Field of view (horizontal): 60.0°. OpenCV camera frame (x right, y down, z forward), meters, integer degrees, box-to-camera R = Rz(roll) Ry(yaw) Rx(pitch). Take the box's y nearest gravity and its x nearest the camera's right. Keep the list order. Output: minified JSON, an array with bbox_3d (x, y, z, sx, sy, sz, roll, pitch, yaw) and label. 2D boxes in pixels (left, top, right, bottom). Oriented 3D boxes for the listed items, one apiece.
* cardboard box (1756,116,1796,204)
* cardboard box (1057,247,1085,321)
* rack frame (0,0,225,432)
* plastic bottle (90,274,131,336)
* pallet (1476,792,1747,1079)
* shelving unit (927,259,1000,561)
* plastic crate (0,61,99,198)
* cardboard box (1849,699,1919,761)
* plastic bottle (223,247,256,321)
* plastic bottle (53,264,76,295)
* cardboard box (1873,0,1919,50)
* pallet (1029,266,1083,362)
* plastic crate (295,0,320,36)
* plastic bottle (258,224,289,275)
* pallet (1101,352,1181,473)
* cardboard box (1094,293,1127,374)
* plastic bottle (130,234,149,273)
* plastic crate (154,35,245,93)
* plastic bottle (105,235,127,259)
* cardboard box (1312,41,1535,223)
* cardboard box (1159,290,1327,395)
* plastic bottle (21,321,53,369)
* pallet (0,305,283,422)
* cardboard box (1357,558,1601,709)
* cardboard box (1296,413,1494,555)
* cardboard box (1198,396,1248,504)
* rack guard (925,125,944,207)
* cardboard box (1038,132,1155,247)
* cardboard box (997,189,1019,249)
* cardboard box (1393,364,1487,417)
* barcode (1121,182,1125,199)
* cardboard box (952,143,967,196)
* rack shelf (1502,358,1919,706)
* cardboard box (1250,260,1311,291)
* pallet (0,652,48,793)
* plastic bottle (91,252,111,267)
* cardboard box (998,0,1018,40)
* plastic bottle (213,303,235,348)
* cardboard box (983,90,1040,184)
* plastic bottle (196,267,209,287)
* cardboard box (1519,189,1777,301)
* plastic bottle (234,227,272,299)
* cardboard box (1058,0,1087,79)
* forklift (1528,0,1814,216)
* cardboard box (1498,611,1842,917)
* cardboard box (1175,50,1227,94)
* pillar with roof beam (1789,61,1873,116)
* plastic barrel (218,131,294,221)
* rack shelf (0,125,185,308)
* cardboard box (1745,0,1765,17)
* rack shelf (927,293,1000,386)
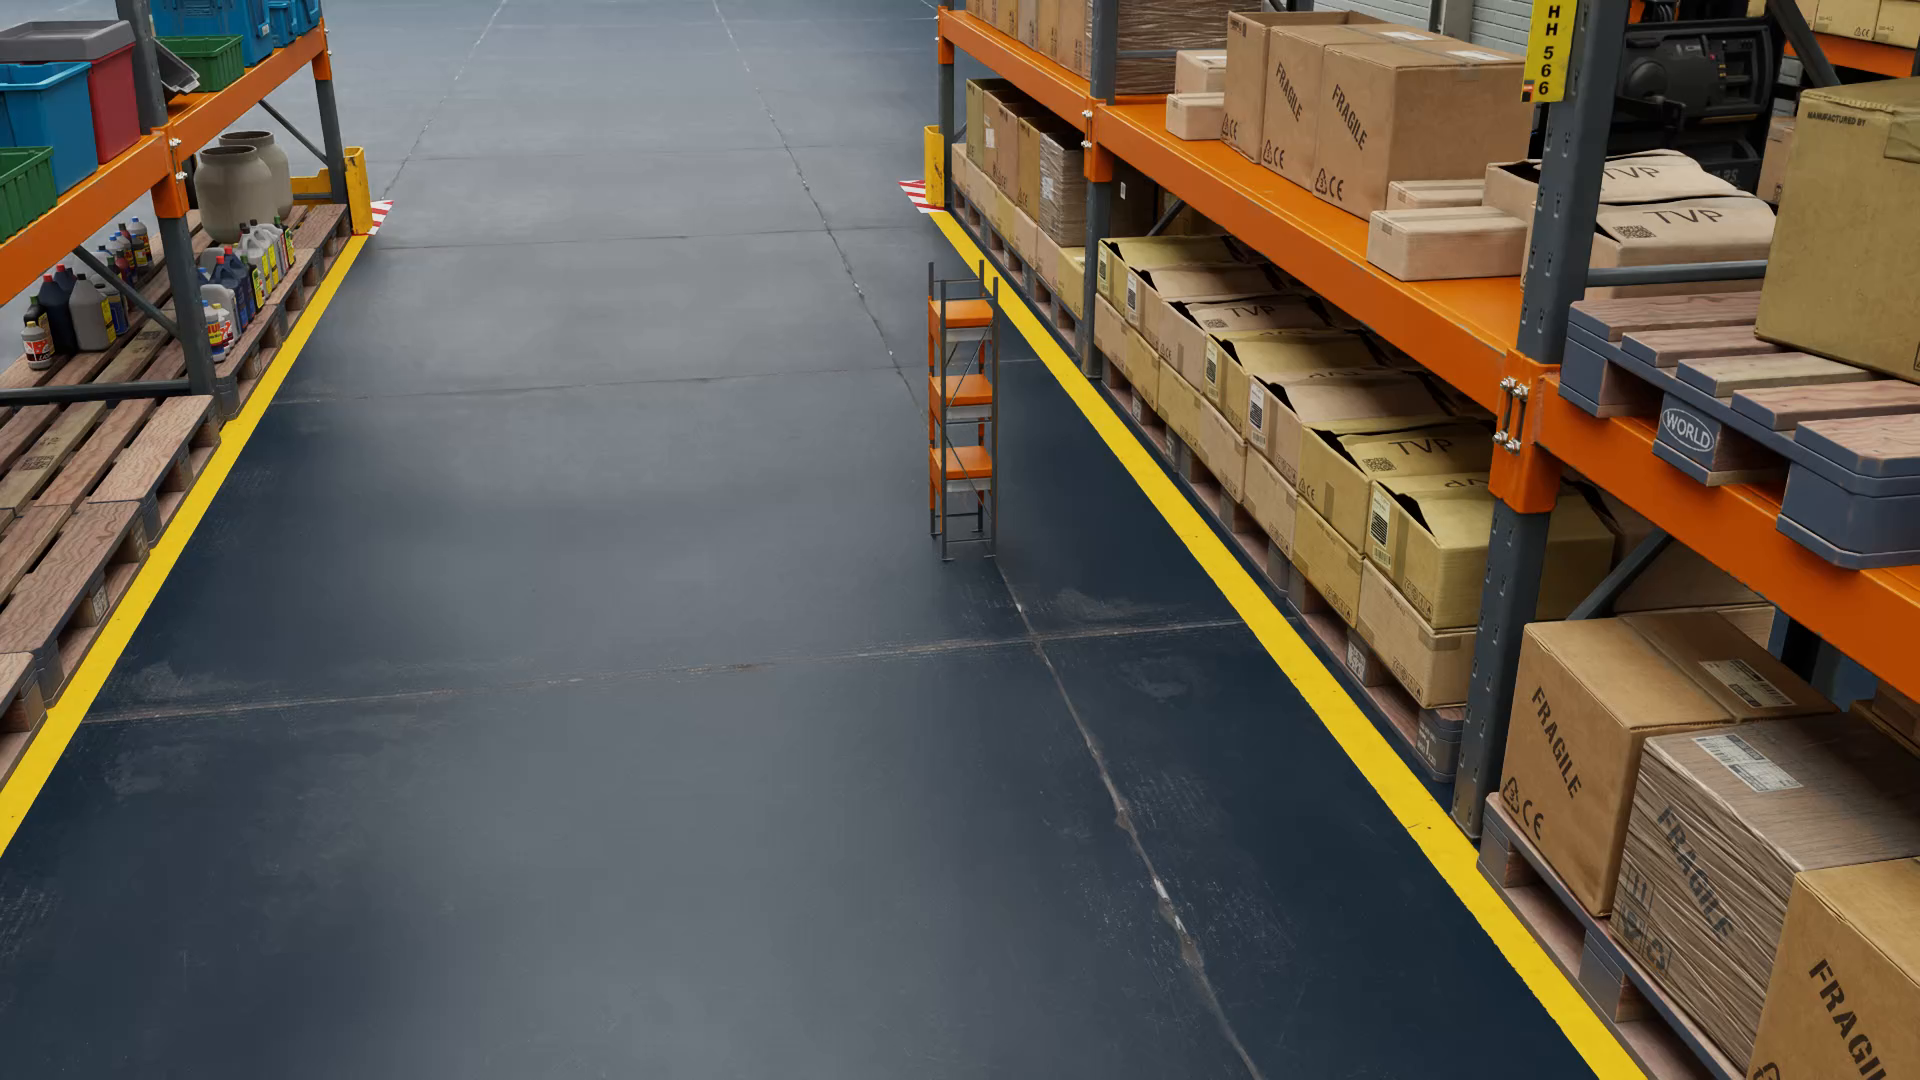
[{"bbox_3d":[5.454,-2.408,10.589,0.700,0.500,0.500,-6,24,-13],"label":"cardboard box"},{"bbox_3d":[0.794,-1.304,8.399,0.500,0.250,0.500,-4,24,-10],"label":"cardboard box"},{"bbox_3d":[-3.774,-1.840,6.716,1.000,3.000,0.127,-4,24,-10],"label":"rack frame"},{"bbox_3d":[-4.071,-1.122,7.925,0.152,0.276,0.135,-4,24,-10],"label":"plastic bottle"},{"bbox_3d":[1.935,0.942,3.829,1.003,0.211,1.213,-4,24,-10],"label":"pallet"},{"bbox_3d":[0.010,-0.460,5.992,0.215,1.050,0.252,-4,24,-10],"label":"shelving unit"},{"bbox_3d":[-3.264,-1.422,5.779,0.392,0.384,0.575,-4,24,-10],"label":"plastic crate"},{"bbox_3d":[2.238,0.662,3.560,0.500,0.500,0.500,-3,24,-8],"label":"cardboard box"},{"bbox_3d":[-3.550,-1.251,8.126,0.144,0.351,0.185,-5,24,-12],"label":"plastic bottle"},{"bbox_3d":[-4.212,-1.136,7.862,0.144,0.351,0.185,-6,24,-12],"label":"plastic bottle"},{"bbox_3d":[5.493,-2.875,9.246,0.500,0.250,0.500,-4,24,-10],"label":"cardboard box"},{"bbox_3d":[0.989,-1.244,8.834,1.003,0.211,1.213,-4,24,-10],"label":"pallet"},{"bbox_3d":[-4.127,-3.171,9.948,0.499,0.251,0.616,-4,24,-10],"label":"plastic crate"},{"bbox_3d":[-3.724,-1.576,8.964,0.152,0.276,0.135,-4,24,-9],"label":"plastic bottle"},{"bbox_3d":[1.269,-0.641,7.453,1.003,0.211,1.213,-4,24,-10],"label":"pallet"},{"bbox_3d":[0.926,-0.961,7.613,0.500,0.250,0.500,-5,24,-11],"label":"cardboard box"},{"bbox_3d":[-4.466,-1.556,9.012,0.097,0.201,0.097,0,24,0],"label":"plastic bottle"},{"bbox_3d":[-3.748,-2.298,8.029,0.450,0.188,0.662,-4,24,-10],"label":"plastic crate"},{"bbox_3d":[-4.403,-1.455,8.692,0.097,0.271,0.097,0,24,0],"label":"plastic bottle"},{"bbox_3d":[1.508,-1.337,5.438,0.500,0.500,0.500,-6,24,-13],"label":"cardboard box"},{"bbox_3d":[1.110,-0.813,6.574,0.500,0.311,0.500,-5,24,-11],"label":"cardboard box"},{"bbox_3d":[-4.147,-0.879,7.462,0.097,0.201,0.097,0,24,0],"label":"plastic bottle"},{"bbox_3d":[-3.857,-0.830,7.886,1.003,0.211,1.213,-4,24,-10],"label":"pallet"},{"bbox_3d":[1.497,0.246,4.849,0.500,0.250,0.500,-4,24,-8],"label":"cardboard box"},{"bbox_3d":[1.393,-0.213,5.201,0.500,0.311,0.500,-5,24,-11],"label":"cardboard box"},{"bbox_3d":[1.210,-0.356,6.228,0.500,0.250,0.500,-4,24,-9],"label":"cardboard box"},{"bbox_3d":[0.350,-2.643,11.677,1.175,0.500,0.348,-4,24,-10],"label":"rack guard"},{"bbox_3d":[0.713,-1.845,8.701,0.500,0.500,0.500,-4,24,-10],"label":"cardboard box"},{"bbox_3d":[0.511,-1.894,9.749,0.500,0.250,0.500,-4,24,-10],"label":"cardboard box"},{"bbox_3d":[1.828,-0.456,5.757,0.500,0.311,0.500,-5,24,-11],"label":"cardboard box"},{"bbox_3d":[0.733,-1.570,7.472,0.001,0.075,0.075,-4,24,-10],"label":"barcode"},{"bbox_3d":[0.235,-2.484,11.100,0.500,0.250,0.500,-4,24,-10],"label":"cardboard box"},{"bbox_3d":[2.204,0.484,2.293,1.077,0.370,4.000,-4,24,-10],"label":"rack shelf"},{"bbox_3d":[1.554,-1.053,7.123,0.500,0.311,0.500,-4,24,-8],"label":"cardboard box"},{"bbox_3d":[-3.140,0.703,4.376,1.003,0.211,1.213,-4,24,-10],"label":"pallet"},{"bbox_3d":[-4.298,-1.293,8.315,0.152,0.276,0.135,-4,24,-9],"label":"plastic bottle"},{"bbox_3d":[0.617,-3.238,9.792,0.700,0.500,0.500,-4,24,-9],"label":"cardboard box"},{"bbox_3d":[-3.440,-0.997,7.733,0.097,0.201,0.097,0,24,0],"label":"plastic bottle"},{"bbox_3d":[0.435,-2.435,10.052,0.500,0.500,0.500,-4,24,-10],"label":"cardboard box"},{"bbox_3d":[-3.657,-1.166,7.931,0.144,0.351,0.185,-4,24,-10],"label":"plastic bottle"},{"bbox_3d":[1.810,-0.738,4.303,0.500,0.311,0.500,-3,24,-6],"label":"cardboard box"},{"bbox_3d":[-3.629,-1.418,8.509,0.144,0.351,0.185,-4,24,-10],"label":"plastic bottle"},{"bbox_3d":[0.902,-2.632,8.405,0.700,0.500,0.500,-5,24,-10],"label":"cardboard box"},{"bbox_3d":[3.461,-2.156,7.524,1.130,2.935,3.031,-8,25,-19],"label":"forklift"},{"bbox_3d":[1.637,0.512,3.904,0.500,0.500,0.500,-3,24,-7],"label":"cardboard box"},{"bbox_3d":[1.228,-1.946,7.146,0.500,0.250,0.500,-3,24,-6],"label":"cardboard box"},{"bbox_3d":[1.971,-6.366,9.583,9.100,9.000,0.400,-4,24,-10],"label":"pillar with roof beam"},{"bbox_3d":[-4.317,-2.213,10.153,0.421,0.512,0.421,0,24,0],"label":"plastic barrel"},{"bbox_3d":[-3.404,-0.724,5.059,1.077,0.370,4.000,-4,24,-10],"label":"rack shelf"},{"bbox_3d":[5.199,-3.468,10.605,0.500,0.250,0.500,-5,24,-11],"label":"cardboard box"},{"bbox_3d":[0.010,-0.710,5.882,0.215,0.259,0.240,-4,24,-10],"label":"rack shelf"}]
